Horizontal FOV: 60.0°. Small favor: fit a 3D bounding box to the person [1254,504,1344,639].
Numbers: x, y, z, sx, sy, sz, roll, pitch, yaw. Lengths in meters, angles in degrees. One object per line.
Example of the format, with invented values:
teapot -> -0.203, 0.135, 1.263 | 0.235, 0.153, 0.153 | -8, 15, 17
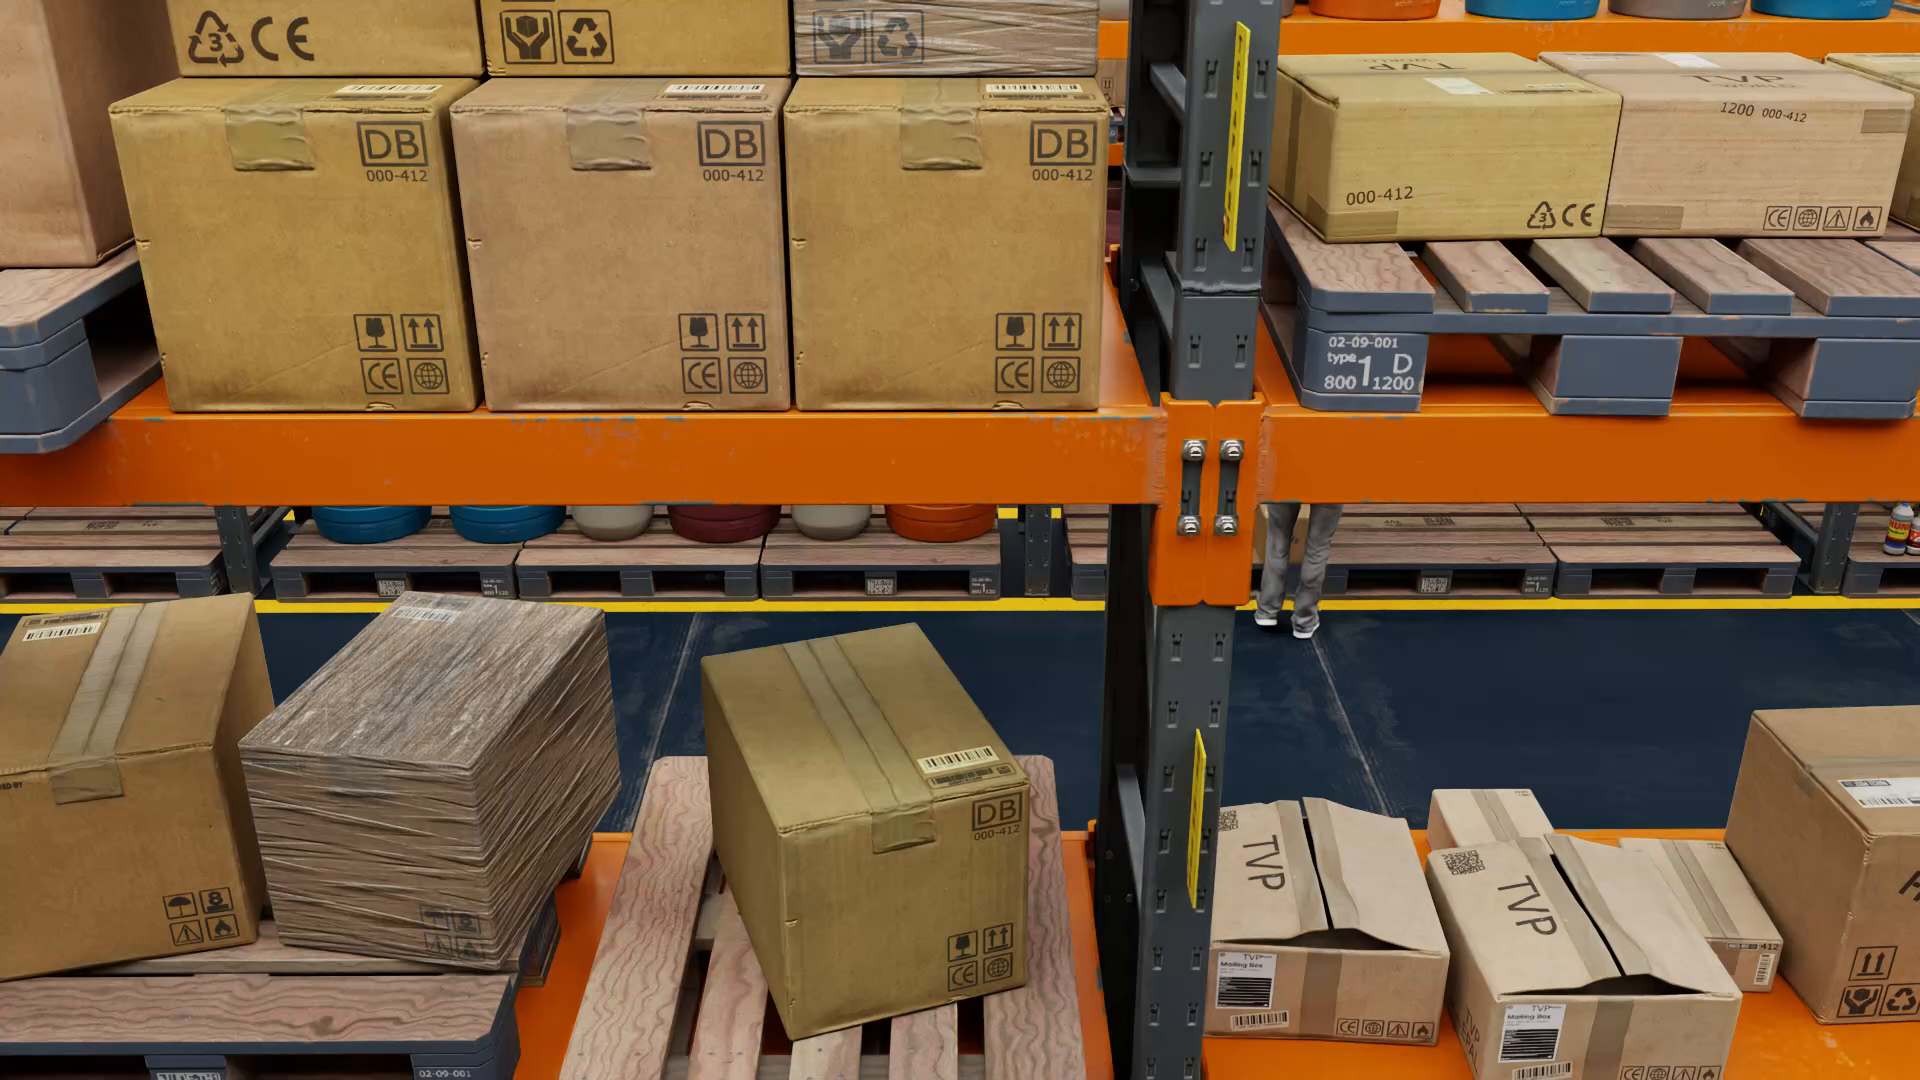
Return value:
person -> 1.643, -0.273, 7.765 | 0.456, 1.628, 0.394 | 4, 25, 8
